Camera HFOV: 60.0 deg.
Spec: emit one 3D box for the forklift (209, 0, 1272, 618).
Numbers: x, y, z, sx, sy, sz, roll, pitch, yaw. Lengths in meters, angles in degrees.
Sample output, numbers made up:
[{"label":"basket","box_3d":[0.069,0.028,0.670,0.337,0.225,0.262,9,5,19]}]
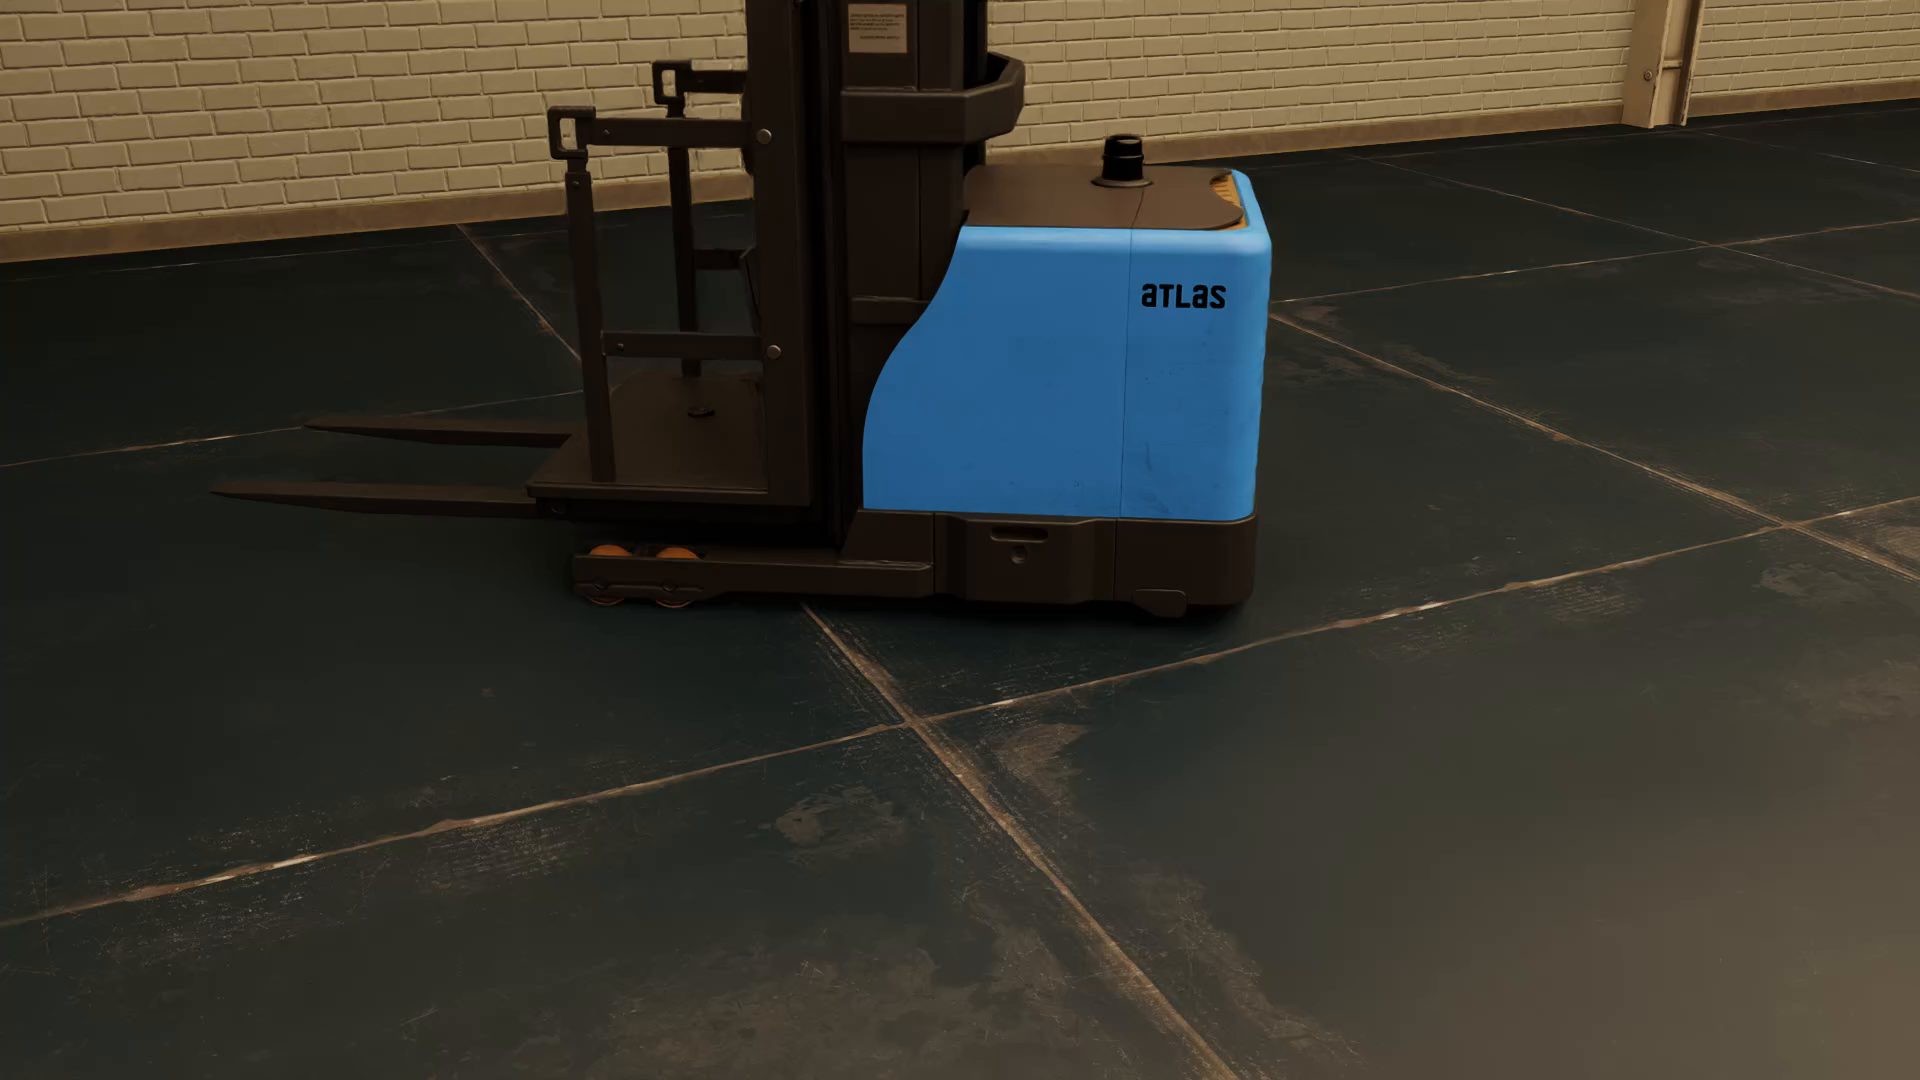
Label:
[{"label":"forklift","box_3d":[-0.664,-1.362,4.565,3.031,2.935,1.130,2,23,5]}]
